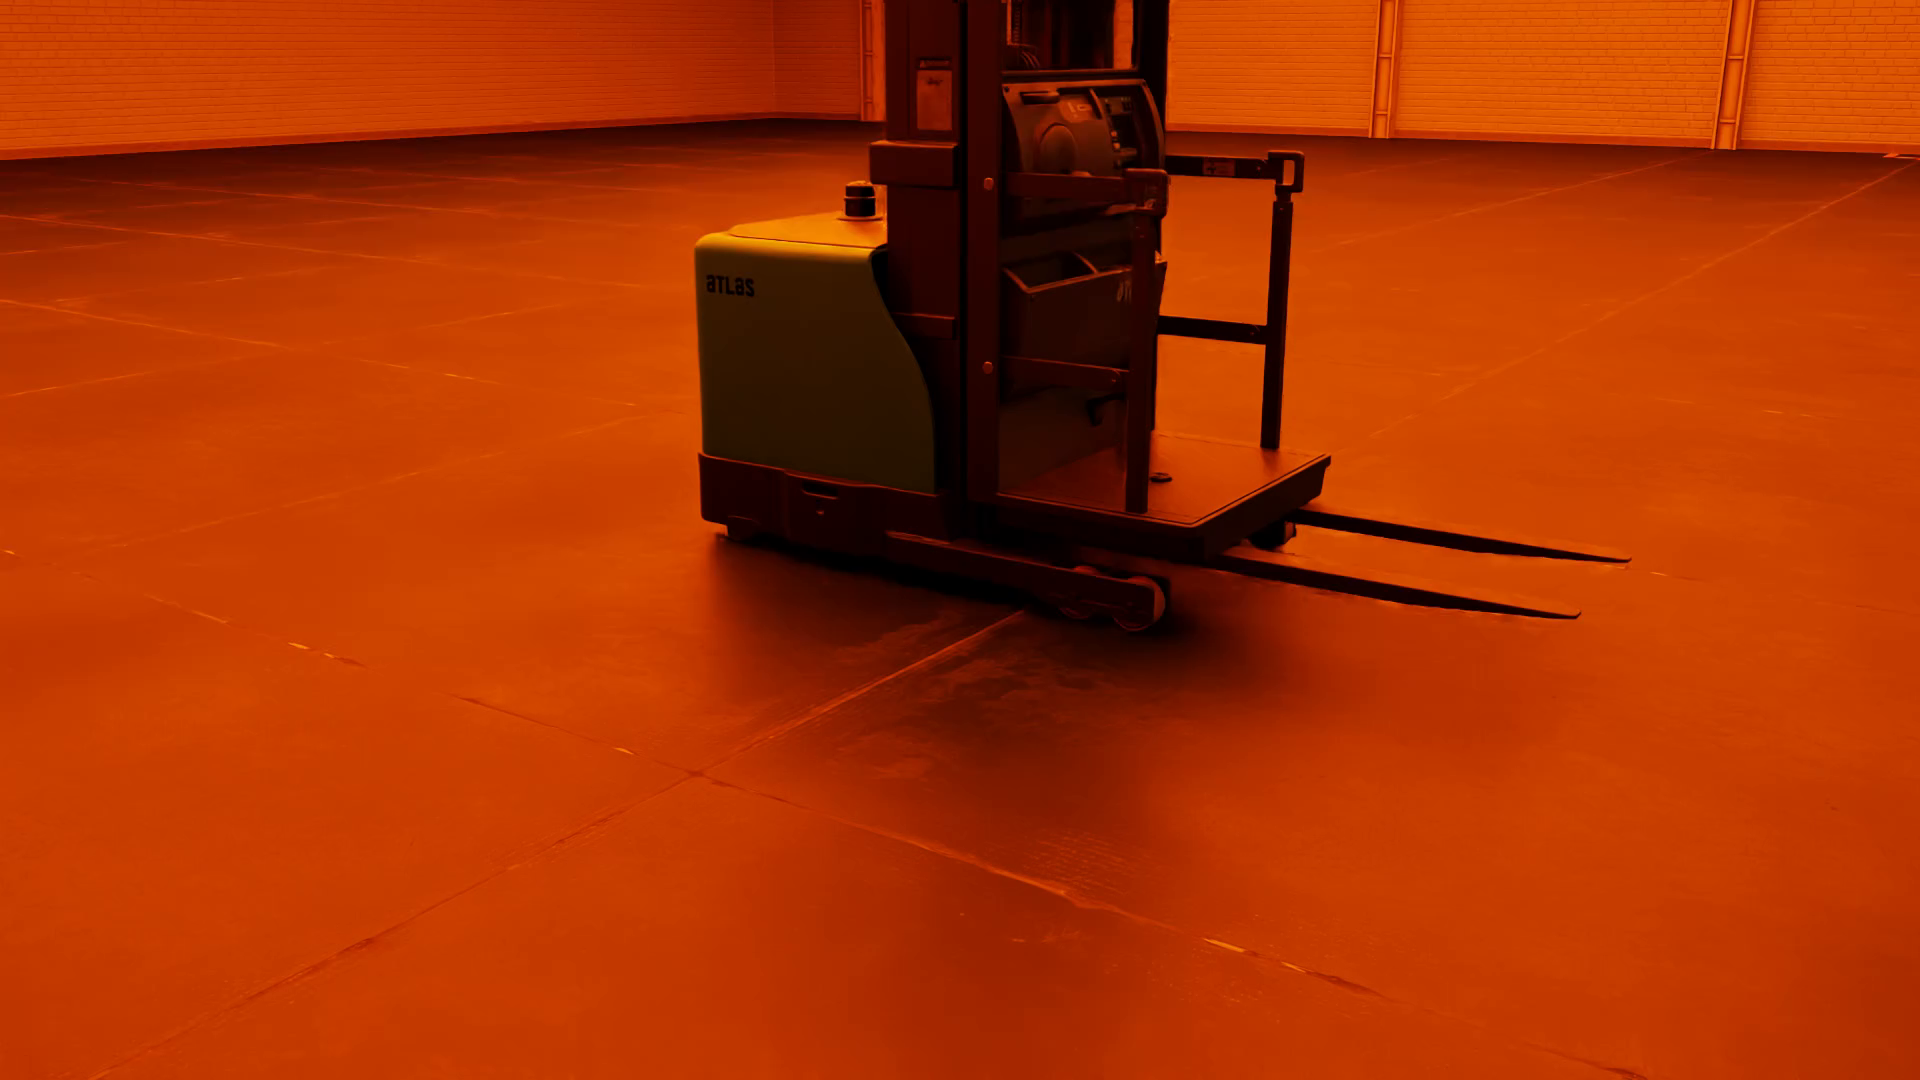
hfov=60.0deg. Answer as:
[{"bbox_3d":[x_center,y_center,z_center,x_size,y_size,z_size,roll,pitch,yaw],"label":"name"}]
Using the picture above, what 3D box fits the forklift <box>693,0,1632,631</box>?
[{"bbox_3d":[0.578,-1.301,5.184,3.031,2.935,1.130,11,20,32],"label":"forklift"}]
